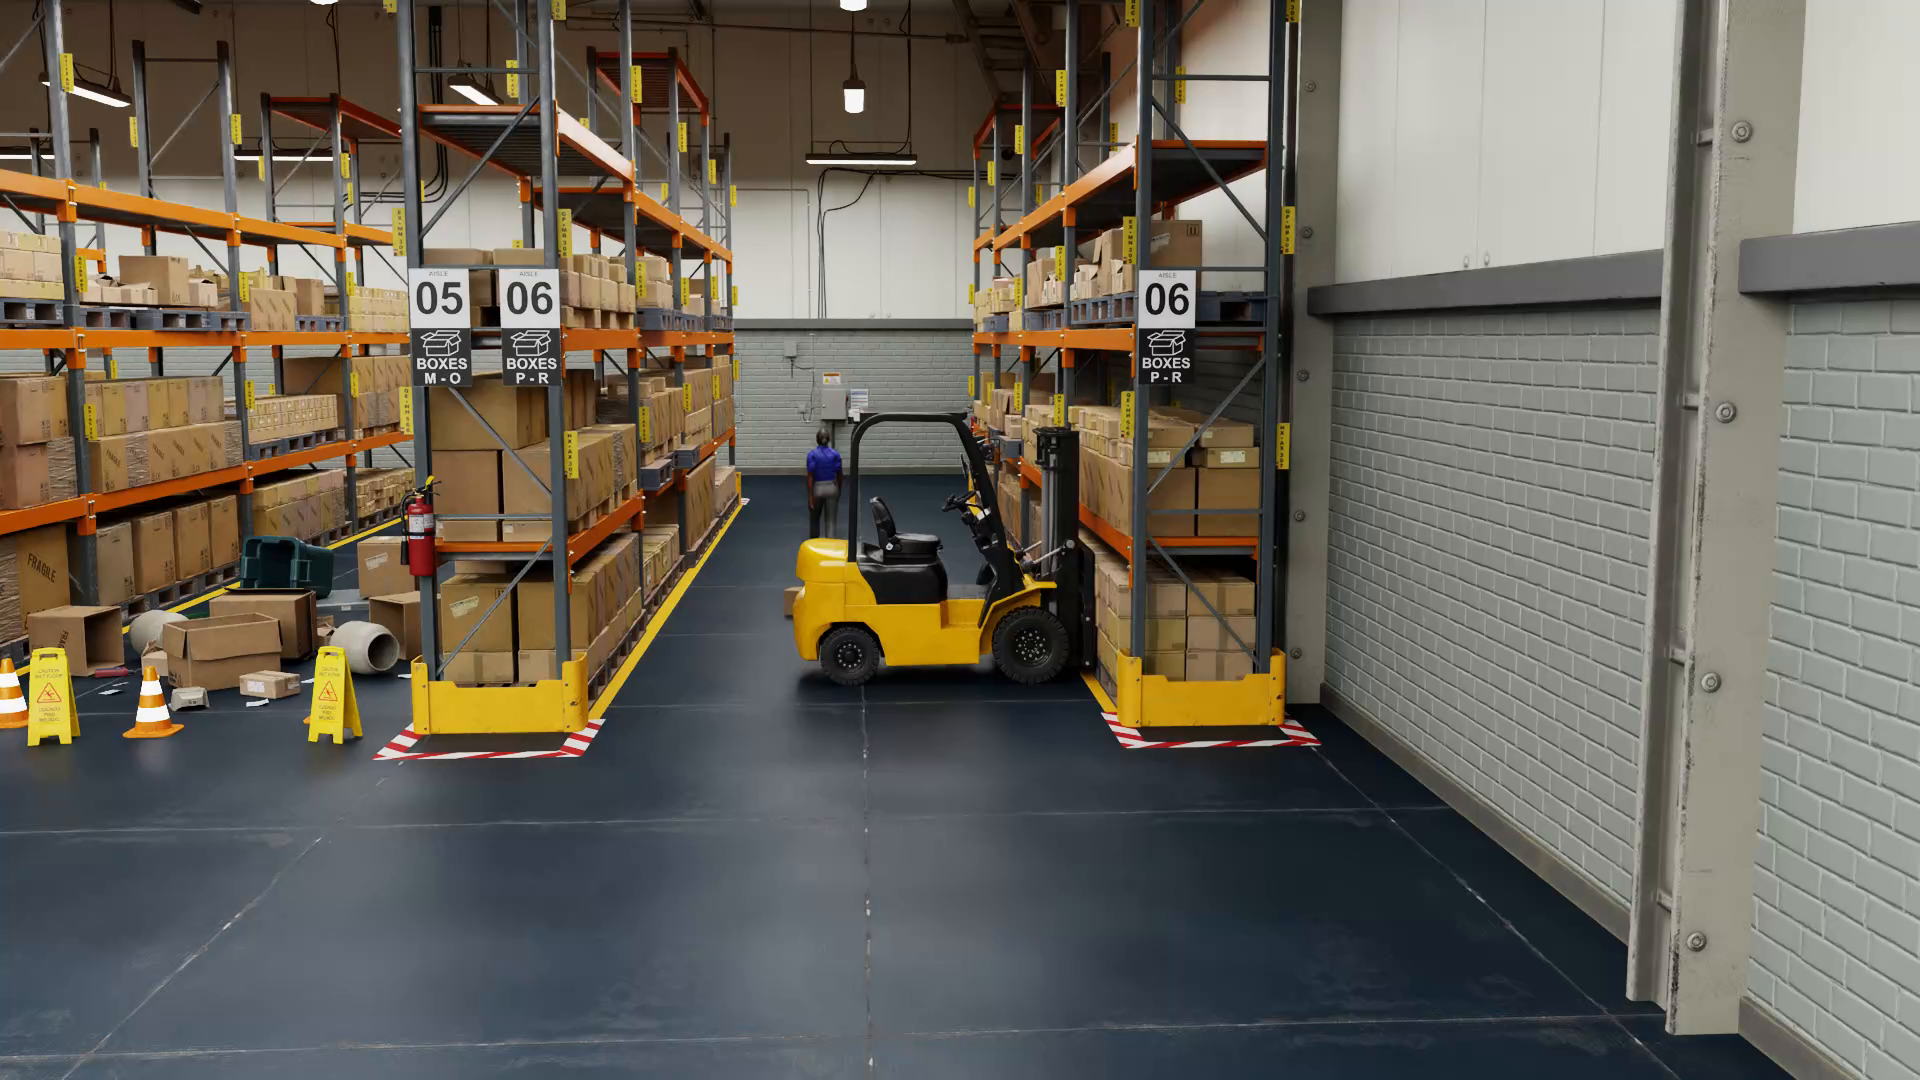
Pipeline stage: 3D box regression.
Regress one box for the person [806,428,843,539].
[{"bbox_3d":[-1.663,-0.579,20.434,0.456,1.601,0.946,-1,7,-7],"label":"person"}]
